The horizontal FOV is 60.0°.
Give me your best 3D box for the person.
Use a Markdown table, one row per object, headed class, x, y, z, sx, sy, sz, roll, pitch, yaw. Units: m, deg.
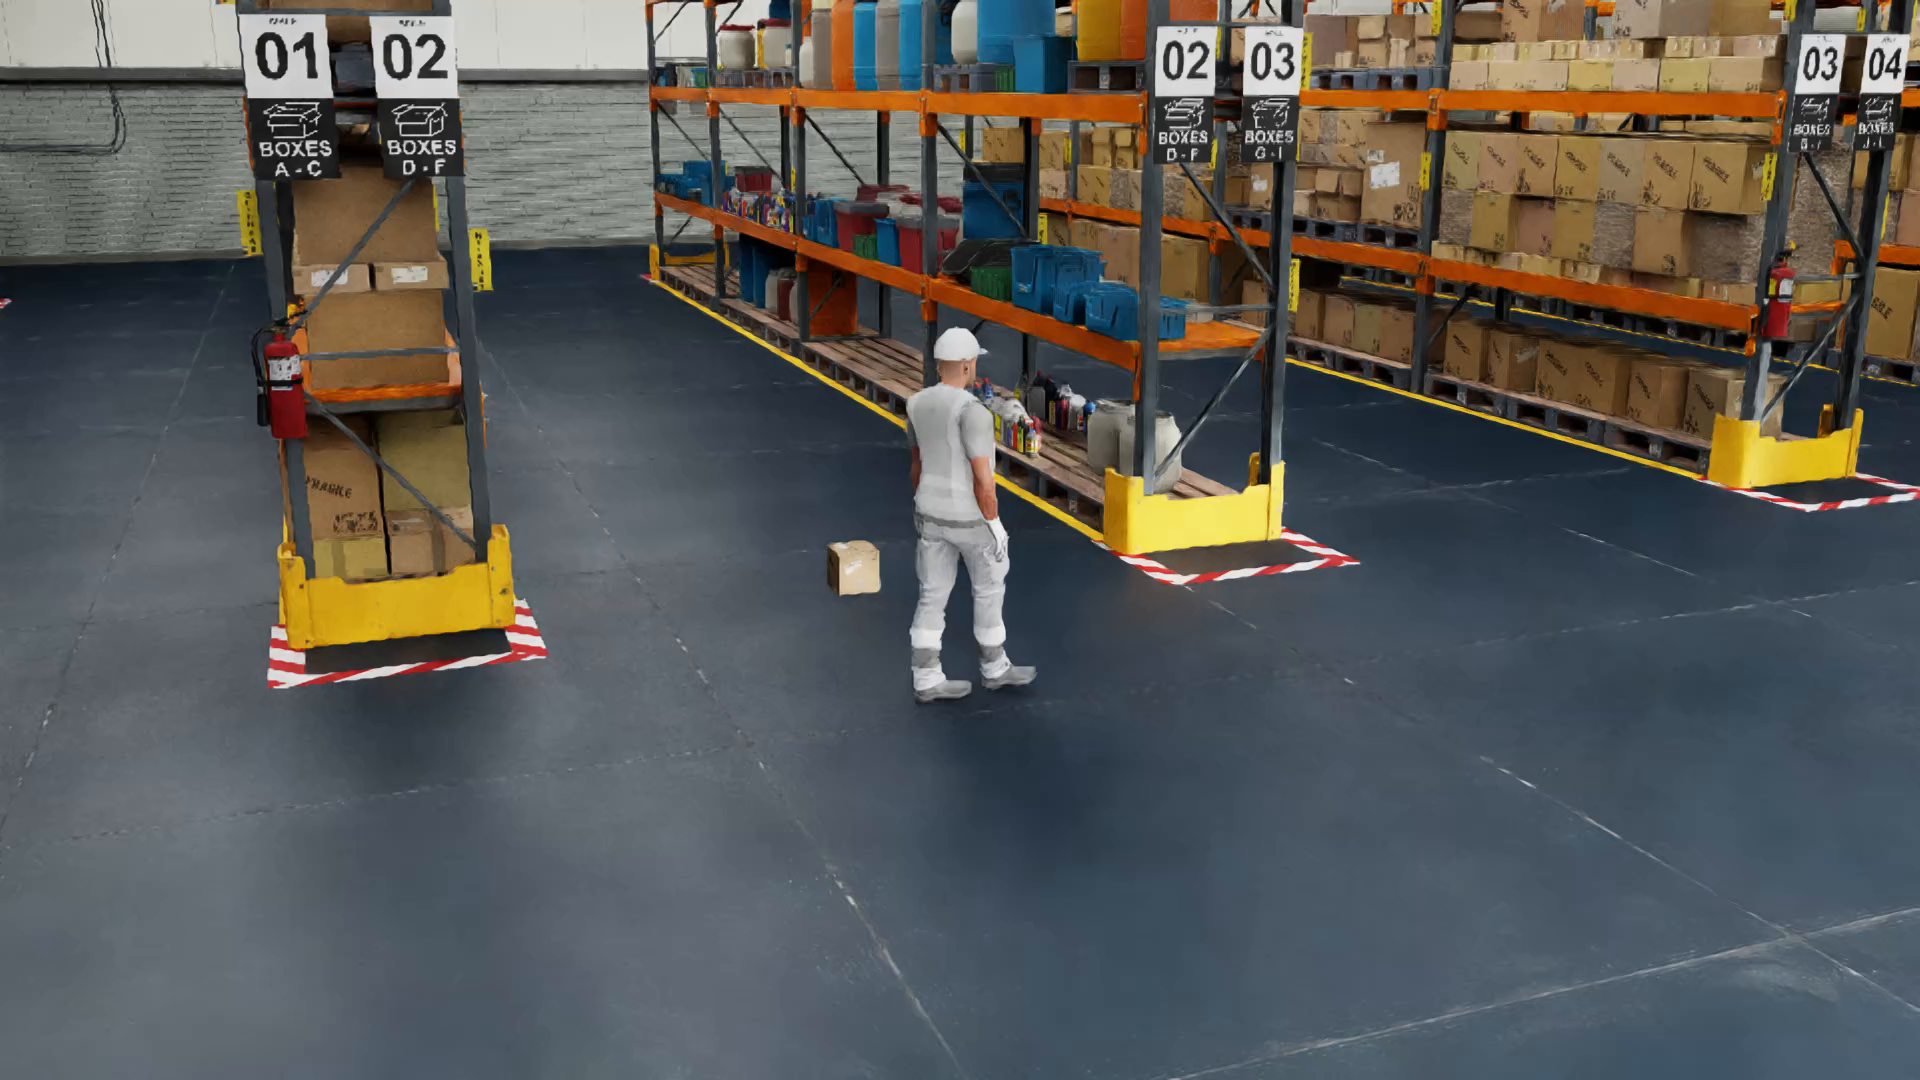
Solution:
| class | x | y | z | sx | sy | sz | roll | pitch | yaw |
| --- | --- | --- | --- | --- | --- | --- | --- | --- | --- |
| person | 0.055 | -0.130 | 7.913 | 0.664 | 1.786 | 0.614 | 12 | 20 | 38 |
